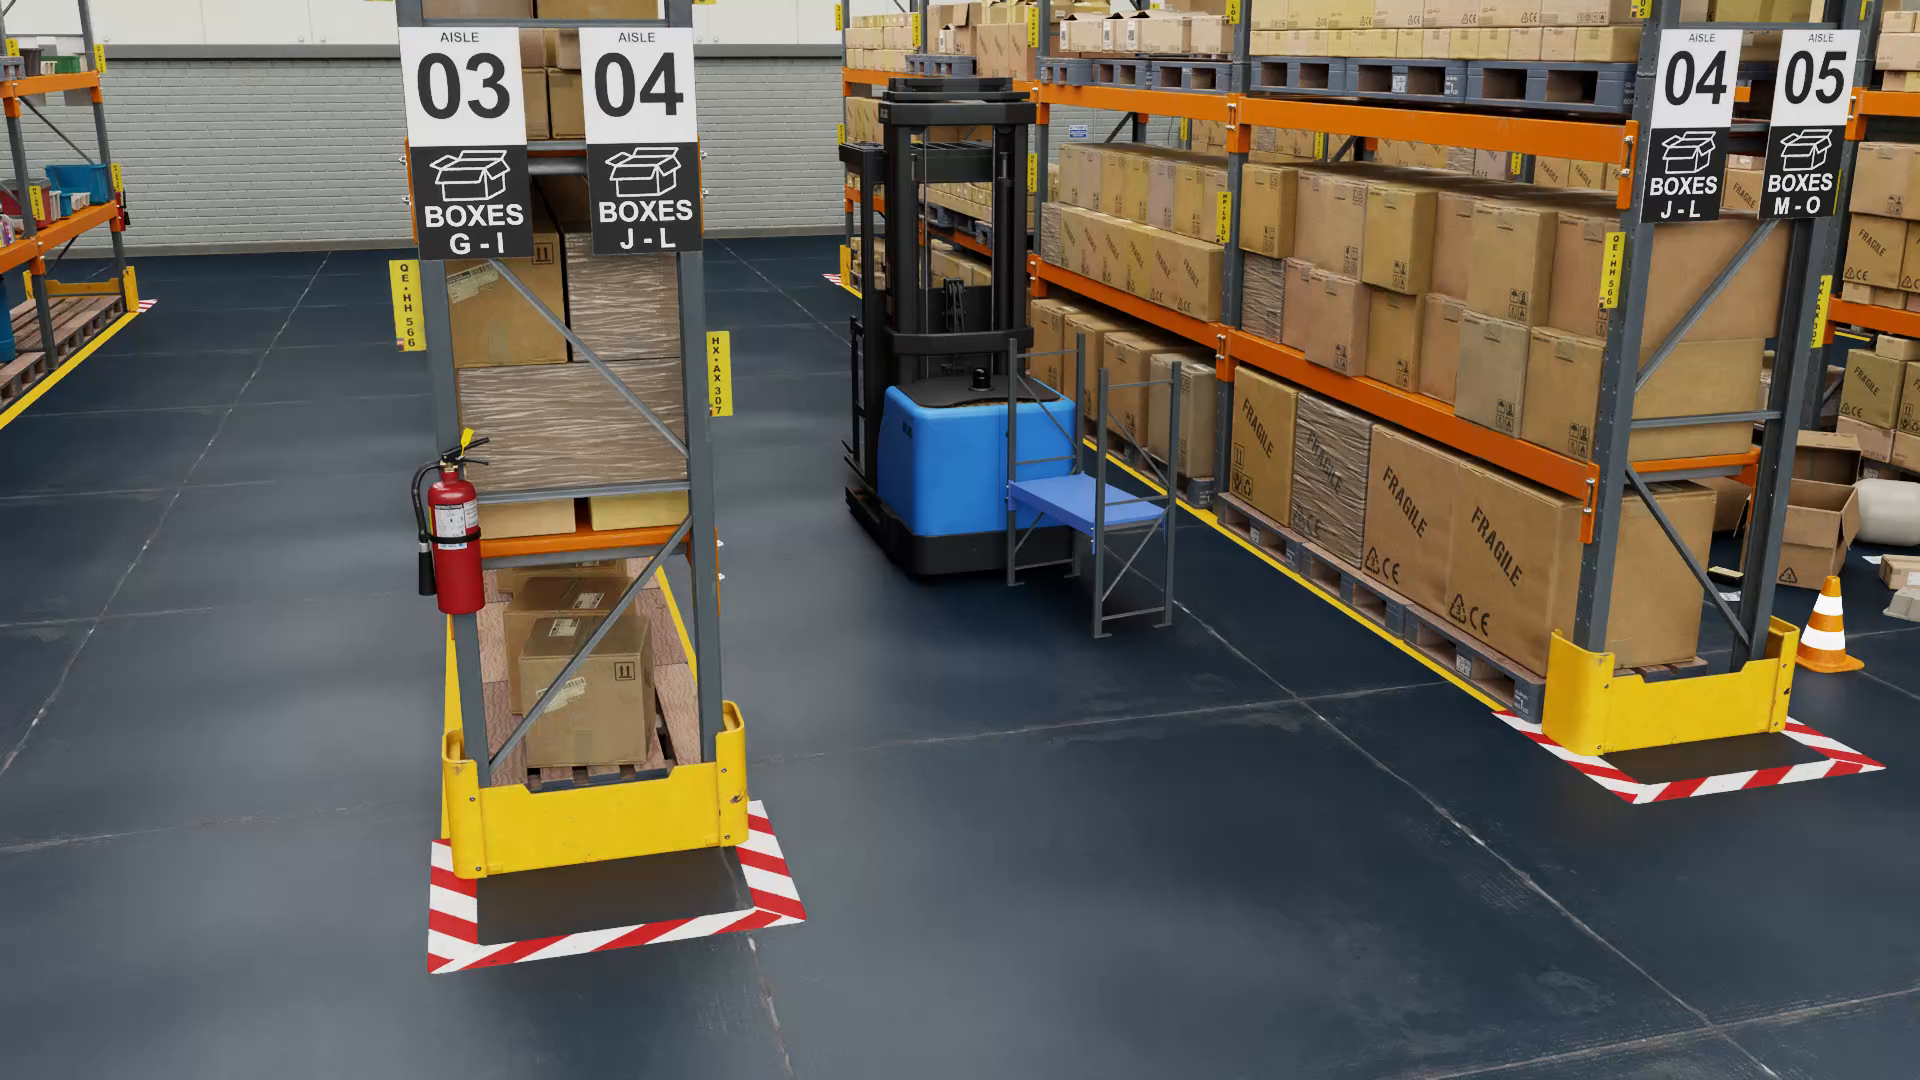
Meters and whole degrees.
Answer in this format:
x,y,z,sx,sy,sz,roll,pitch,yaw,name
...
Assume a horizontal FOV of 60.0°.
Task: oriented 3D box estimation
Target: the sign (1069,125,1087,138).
x,y,z,sx,sy,sz,roll,pitch,yaw,name
2.050,-7.084,28.852,0.327,0.218,0.001,-5,17,-15,sign

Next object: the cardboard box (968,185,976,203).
x,y,z,sx,sy,sz,roll,pitch,yaw,name
0.295,-3.360,16.114,0.380,0.149,0.250,-5,17,-16,cardboard box

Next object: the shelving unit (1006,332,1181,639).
x,y,z,sx,sy,sz,roll,pitch,yaw,name
0.734,-0.342,9.483,0.538,1.500,1.048,-8,19,-25,shelving unit

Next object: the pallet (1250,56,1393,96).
x,y,z,sx,sy,sz,roll,pitch,yaw,name
2.467,-2.812,10.040,1.003,0.211,1.213,-5,17,-15,pallet

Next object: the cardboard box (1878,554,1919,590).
x,y,z,sx,sy,sz,roll,pitch,yaw,name
5.781,0.205,10.013,0.380,0.149,0.250,4,17,13,cardboard box

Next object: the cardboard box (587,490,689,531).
x,y,z,sx,sy,sz,roll,pitch,yaw,name
-1.295,-0.152,6.681,0.380,0.149,0.250,-5,17,-15,cardboard box

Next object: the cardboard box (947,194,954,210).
x,y,z,sx,sy,sz,roll,pitch,yaw,name
0.083,-3.433,16.873,0.380,0.149,0.250,-5,17,-16,cardboard box

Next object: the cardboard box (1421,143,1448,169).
x,y,z,sx,sy,sz,roll,pitch,yaw,name
5.212,-4.099,17.473,0.500,0.500,0.500,-5,17,-15,cardboard box

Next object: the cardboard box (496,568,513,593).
x,y,z,sx,sy,sz,roll,pitch,yaw,name
-2.309,-0.013,9.398,0.500,0.500,0.500,1,17,2,cardboard box

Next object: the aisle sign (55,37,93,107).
x,y,z,sx,sy,sz,roll,pitch,yaw,name
-10.343,-5.497,19.519,0.394,0.787,0.004,-5,17,-15,aisle sign

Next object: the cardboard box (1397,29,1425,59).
x,y,z,sx,sy,sz,roll,pitch,yaw,name
2.515,-2.591,8.683,0.380,0.149,0.250,-4,17,-15,cardboard box

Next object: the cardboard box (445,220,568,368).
x,y,z,sx,sy,sz,roll,pitch,yaw,name
-1.834,-0.976,6.560,0.500,0.500,0.500,-5,17,-15,cardboard box

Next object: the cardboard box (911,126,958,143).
x,y,z,sx,sy,sz,roll,pitch,yaw,name
-0.336,-4.636,18.743,0.500,0.500,0.500,-5,18,-17,cardboard box

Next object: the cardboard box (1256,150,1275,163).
x,y,z,sx,sy,sz,roll,pitch,yaw,name
4.113,-4.713,21.255,0.500,0.500,0.500,-5,17,-16,cardboard box

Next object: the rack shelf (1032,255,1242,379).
x,y,z,sx,sy,sz,roll,pitch,yaw,name
1.702,-1.854,13.160,1.077,0.370,4.000,-5,17,-15,rack shelf

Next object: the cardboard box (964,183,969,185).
x,y,z,sx,sy,sz,roll,pitch,yaw,name
0.224,-3.575,16.311,0.380,0.149,0.250,-4,17,-13,cardboard box

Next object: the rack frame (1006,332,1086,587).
x,y,z,sx,sy,sz,roll,pitch,yaw,name
0.509,-0.473,9.919,0.500,1.500,0.032,-8,19,-25,rack frame

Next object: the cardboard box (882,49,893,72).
x,y,z,sx,sy,sz,roll,pitch,yaw,name
-0.607,-5.617,19.483,0.500,0.250,0.500,-5,17,-16,cardboard box

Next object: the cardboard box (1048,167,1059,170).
x,y,z,sx,sy,sz,roll,pitch,yaw,name
0.924,-3.551,16.232,0.380,0.149,0.250,-4,17,-13,cardboard box

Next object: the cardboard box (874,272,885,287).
x,y,z,sx,sy,sz,roll,pitch,yaw,name
-0.873,-3.278,20.876,0.380,0.149,0.250,-6,18,-18,cardboard box

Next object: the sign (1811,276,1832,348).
x,y,z,sx,sy,sz,roll,pitch,yaw,name
3.886,-1.034,7.536,0.100,0.325,0.005,-5,17,-15,sign

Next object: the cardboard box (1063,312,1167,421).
x,y,z,sx,sy,sz,roll,pitch,yaw,name
1.477,-1.458,13.773,1.050,0.750,0.750,-4,17,-14,cardboard box

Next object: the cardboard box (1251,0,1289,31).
x,y,z,sx,sy,sz,roll,pitch,yaw,name
2.117,-3.244,10.164,0.500,0.250,0.500,-5,17,-15,cardboard box

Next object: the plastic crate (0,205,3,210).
x,y,z,sx,sy,sz,roll,pitch,yaw,name
-10.273,-3.463,17.620,0.293,0.136,0.466,-5,17,-15,plastic crate

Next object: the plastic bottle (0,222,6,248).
x,y,z,sx,sy,sz,roll,pitch,yaw,name
-8.986,-2.858,15.470,0.152,0.276,0.135,-5,17,-15,plastic bottle

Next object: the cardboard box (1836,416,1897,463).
x,y,z,sx,sy,sz,roll,pitch,yaw,name
6.886,-0.764,12.332,0.500,0.250,0.500,-6,18,-18,cardboard box

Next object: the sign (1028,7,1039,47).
x,y,z,sx,sy,sz,roll,pitch,yaw,name
0.630,-4.394,14.252,0.100,0.325,0.005,-5,17,-15,sign

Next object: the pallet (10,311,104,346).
x,y,z,sx,sy,sz,roll,pitch,yaw,name
-10.084,-2.305,18.260,1.003,0.211,1.213,-5,17,-15,pallet

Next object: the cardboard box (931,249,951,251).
x,y,z,sx,sy,sz,roll,pitch,yaw,name
-0.247,-3.525,20.664,0.380,0.149,0.250,-5,17,-15,cardboard box

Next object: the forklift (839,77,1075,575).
x,y,z,sx,sy,sz,roll,pitch,yaw,name
-0.170,-1.578,11.111,1.130,2.935,3.031,-5,17,-15,forklift

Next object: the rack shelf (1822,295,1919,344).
x,y,z,sx,sy,sz,roll,pitch,yaw,name
7.533,-1.167,10.873,1.077,0.370,4.000,-5,17,-15,rack shelf

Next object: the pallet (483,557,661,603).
x,y,z,sx,sy,sz,roll,pitch,yaw,name
-2.326,0.237,9.795,1.003,0.211,1.213,-5,17,-15,pallet

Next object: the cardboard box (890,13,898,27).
x,y,z,sx,sy,sz,roll,pitch,yaw,name
-0.590,-6.006,19.217,0.380,0.149,0.250,-5,18,-17,cardboard box

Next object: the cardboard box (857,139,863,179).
x,y,z,sx,sy,sz,roll,pitch,yaw,name
-1.017,-4.863,21.236,0.500,0.500,0.500,-5,17,-15,cardboard box

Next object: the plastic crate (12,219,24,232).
x,y,z,sx,sy,sz,roll,pitch,yaw,name
-9.496,-3.145,16.562,0.396,0.136,0.243,-5,17,-15,plastic crate

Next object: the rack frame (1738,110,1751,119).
x,y,z,sx,sy,sz,roll,pitch,yaw,name
9.557,-4.671,21.288,1.000,3.000,0.127,-5,17,-15,rack frame

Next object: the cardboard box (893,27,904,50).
x,y,z,sx,sy,sz,roll,pitch,yaw,name
-0.450,-5.715,18.941,0.500,0.250,0.500,-5,18,-18,cardboard box

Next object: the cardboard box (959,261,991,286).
x,y,z,sx,sy,sz,roll,pitch,yaw,name
0.287,-2.707,17.063,0.500,0.250,0.500,-4,17,-13,cardboard box

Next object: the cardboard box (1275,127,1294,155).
x,y,z,sx,sy,sz,roll,pitch,yaw,name
4.258,-5.054,20.651,0.500,0.500,0.500,-5,17,-16,cardboard box

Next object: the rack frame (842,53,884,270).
x,y,z,sx,sy,sz,roll,pitch,yaw,name
-1.046,-4.965,22.265,1.000,3.000,0.127,-5,17,-15,rack frame

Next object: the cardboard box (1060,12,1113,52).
x,y,z,sx,sy,sz,roll,pitch,yaw,name
1.140,-4.177,13.681,0.500,0.311,0.500,-5,17,-15,cardboard box

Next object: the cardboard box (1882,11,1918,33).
x,y,z,sx,sy,sz,roll,pitch,yaw,name
6.756,-3.650,11.725,0.380,0.149,0.250,-5,17,-16,cardboard box

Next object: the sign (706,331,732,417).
x,y,z,sx,sy,sz,roll,pitch,yaw,name
-0.924,-0.632,6.338,0.100,0.325,0.005,-5,17,-15,sign

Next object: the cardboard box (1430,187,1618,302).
x,y,z,sx,sy,sz,roll,pitch,yaw,name
3.023,-1.544,8.740,0.875,0.550,0.550,-5,17,-15,cardboard box

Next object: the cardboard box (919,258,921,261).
x,y,z,sx,sy,sz,roll,pitch,yaw,name
-0.475,-3.270,19.817,0.380,0.149,0.250,-4,17,-13,cardboard box

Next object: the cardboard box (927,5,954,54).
x,y,z,sx,sy,sz,roll,pitch,yaw,name
0.052,-5.430,17.698,0.700,0.500,0.500,-5,17,-15,cardboard box

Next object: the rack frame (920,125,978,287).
x,y,z,sx,sy,sz,roll,pitch,yaw,name
0.053,-3.858,18.582,1.000,3.000,0.127,-5,17,-15,rack frame

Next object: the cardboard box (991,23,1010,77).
x,y,z,sx,sy,sz,roll,pitch,yaw,name
0.601,-4.511,15.369,0.500,0.500,0.500,-5,17,-15,cardboard box

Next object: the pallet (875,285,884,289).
x,y,z,sx,sy,sz,roll,pitch,yaw,name
-0.504,-3.044,20.718,1.003,0.211,1.213,-5,17,-15,pallet

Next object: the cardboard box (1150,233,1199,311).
x,y,z,sx,sy,sz,roll,pitch,yaw,name
1.713,-1.956,12.076,0.500,0.500,0.500,-5,17,-16,cardboard box

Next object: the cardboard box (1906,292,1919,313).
x,y,z,sx,sy,sz,roll,pitch,yaw,name
6.983,-1.695,11.817,0.380,0.149,0.250,-5,17,-16,cardboard box

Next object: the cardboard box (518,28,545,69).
x,y,z,sx,sy,sz,roll,pitch,yaw,name
-1.781,-1.864,6.296,0.380,0.149,0.250,-5,18,-17,cardboard box

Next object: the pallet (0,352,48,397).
x,y,z,sx,sy,sz,roll,pitch,yaw,name
-9.334,-1.550,15.746,1.003,0.211,1.213,-5,17,-15,pallet

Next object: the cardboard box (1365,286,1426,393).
x,y,z,sx,sy,sz,roll,pitch,yaw,name
2.815,-1.168,9.367,0.875,0.550,0.500,-5,17,-15,cardboard box

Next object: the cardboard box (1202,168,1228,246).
x,y,z,sx,sy,sz,roll,pitch,yaw,name
2.110,-2.309,11.513,0.700,0.500,0.500,-5,17,-16,cardboard box

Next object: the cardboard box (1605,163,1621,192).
x,y,z,sx,sy,sz,roll,pitch,yaw,name
6.088,-3.130,14.736,0.500,0.500,0.500,-4,17,-14,cardboard box

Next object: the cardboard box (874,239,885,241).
x,y,z,sx,sy,sz,roll,pitch,yaw,name
-1.037,-3.847,21.735,0.380,0.149,0.250,-4,17,-14,cardboard box
